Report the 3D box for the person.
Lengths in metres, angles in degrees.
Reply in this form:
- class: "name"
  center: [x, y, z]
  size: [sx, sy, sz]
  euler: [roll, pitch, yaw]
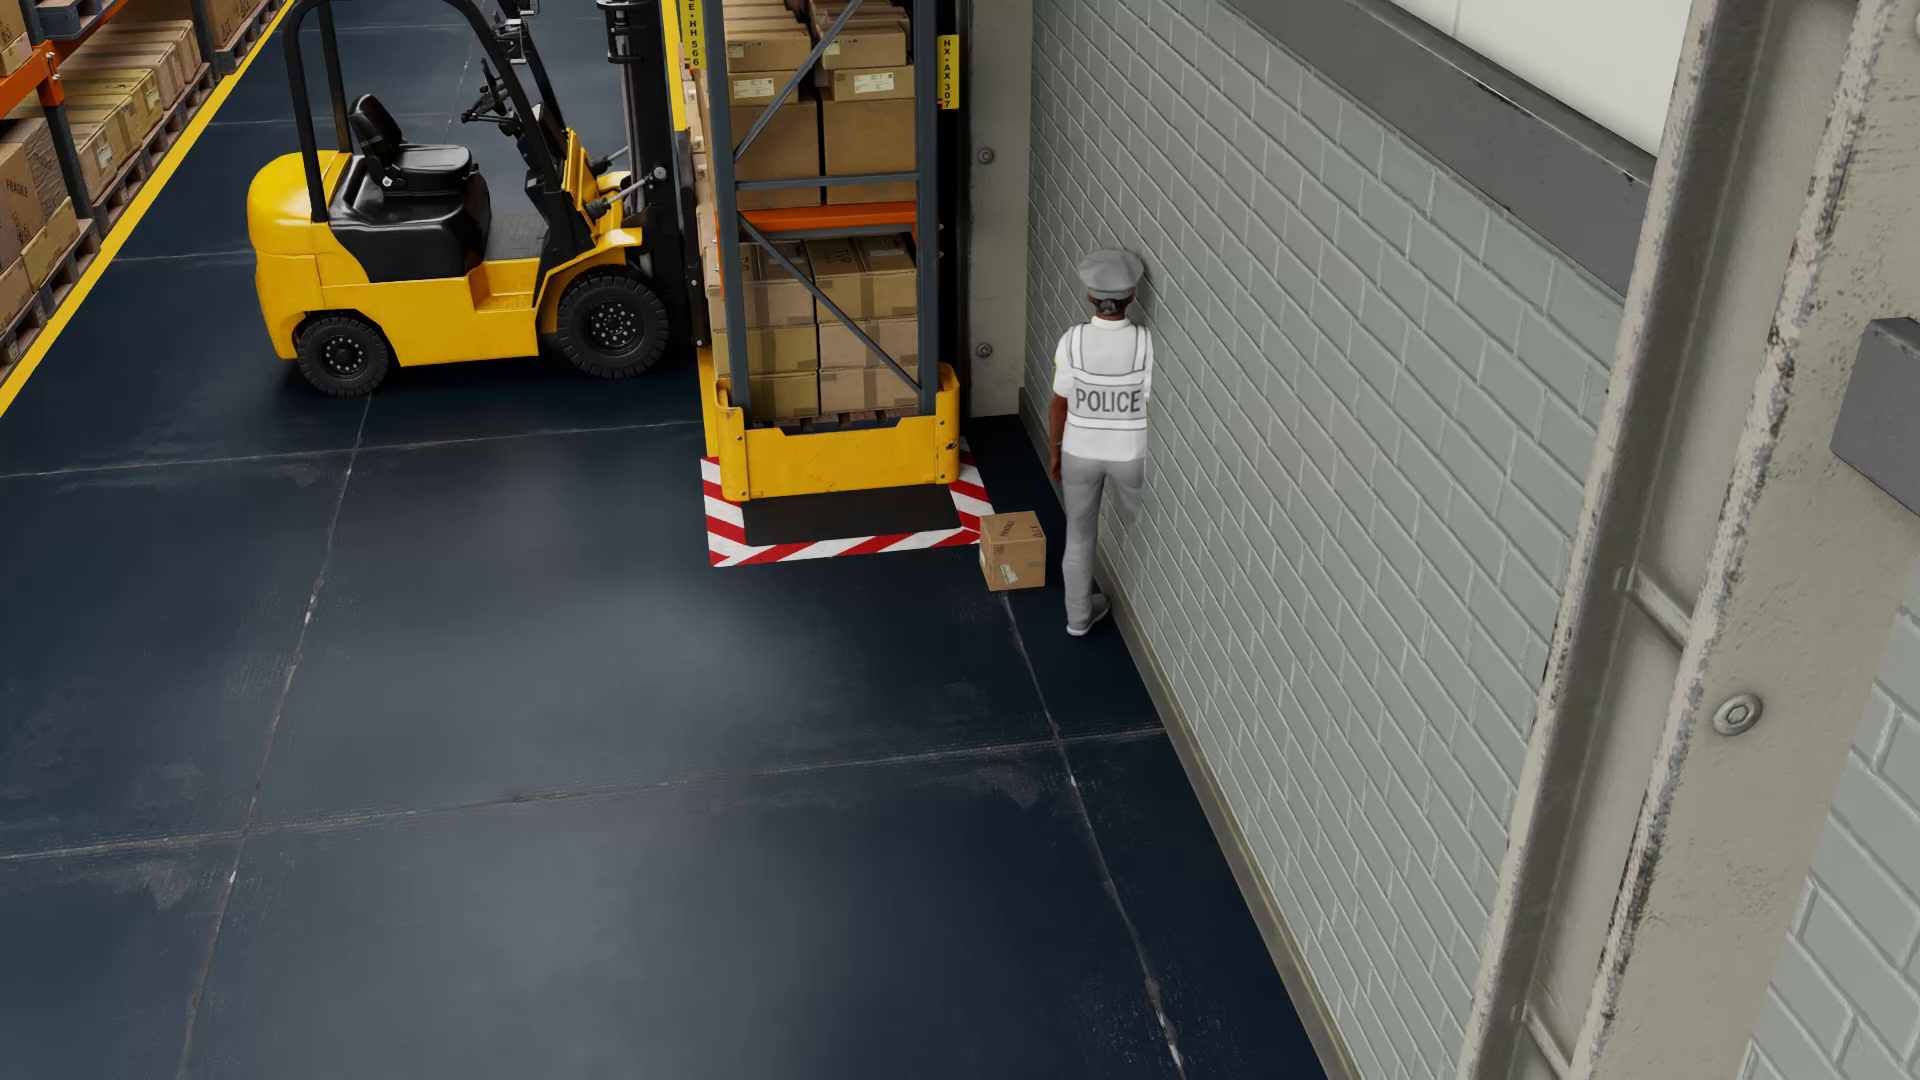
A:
- class: "person"
  center: [0.610, -0.364, 6.716]
  size: [0.506, 1.700, 0.436]
  euler: [3, 31, 4]
